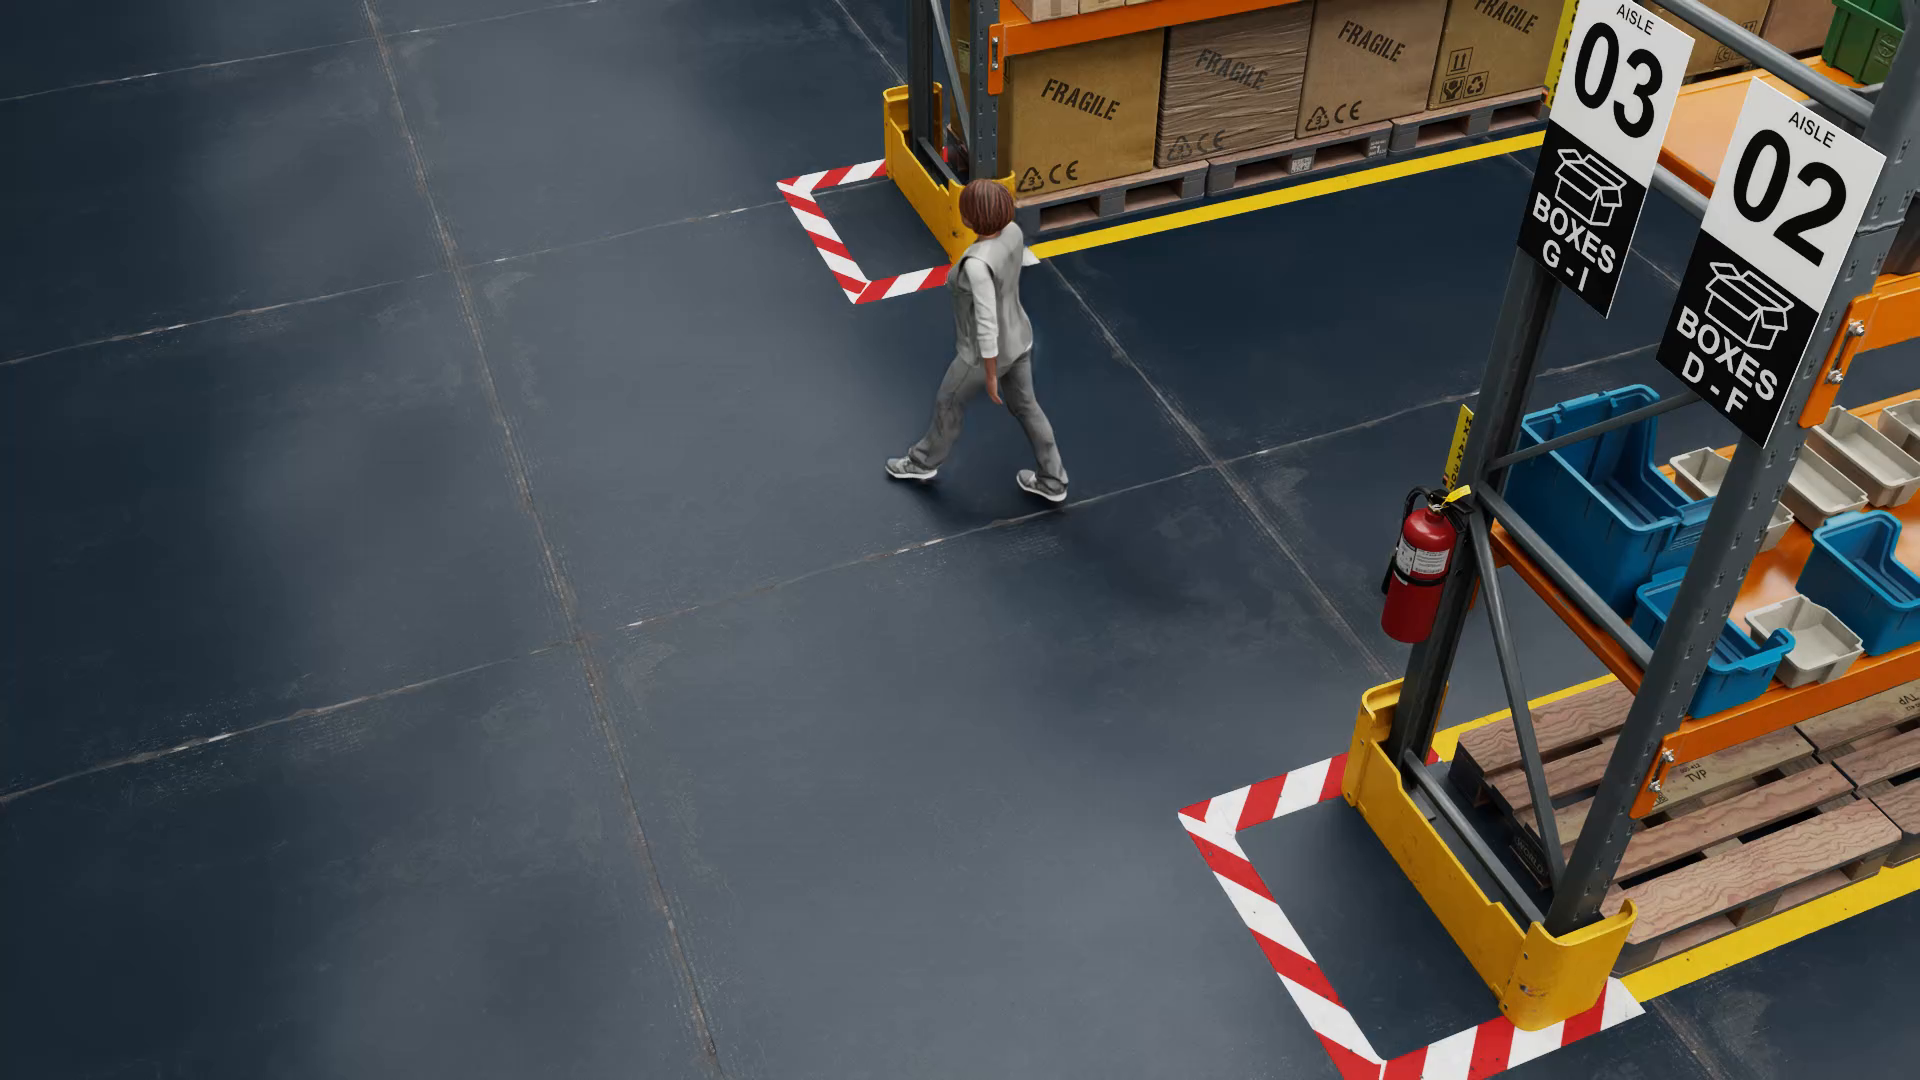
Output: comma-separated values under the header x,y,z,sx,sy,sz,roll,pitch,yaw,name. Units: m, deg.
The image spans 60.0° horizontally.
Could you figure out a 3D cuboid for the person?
x,y,z,sx,sy,sz,roll,pitch,yaw,name
0.086,-0.839,7.081,0.862,1.577,0.462,22,47,22,person
